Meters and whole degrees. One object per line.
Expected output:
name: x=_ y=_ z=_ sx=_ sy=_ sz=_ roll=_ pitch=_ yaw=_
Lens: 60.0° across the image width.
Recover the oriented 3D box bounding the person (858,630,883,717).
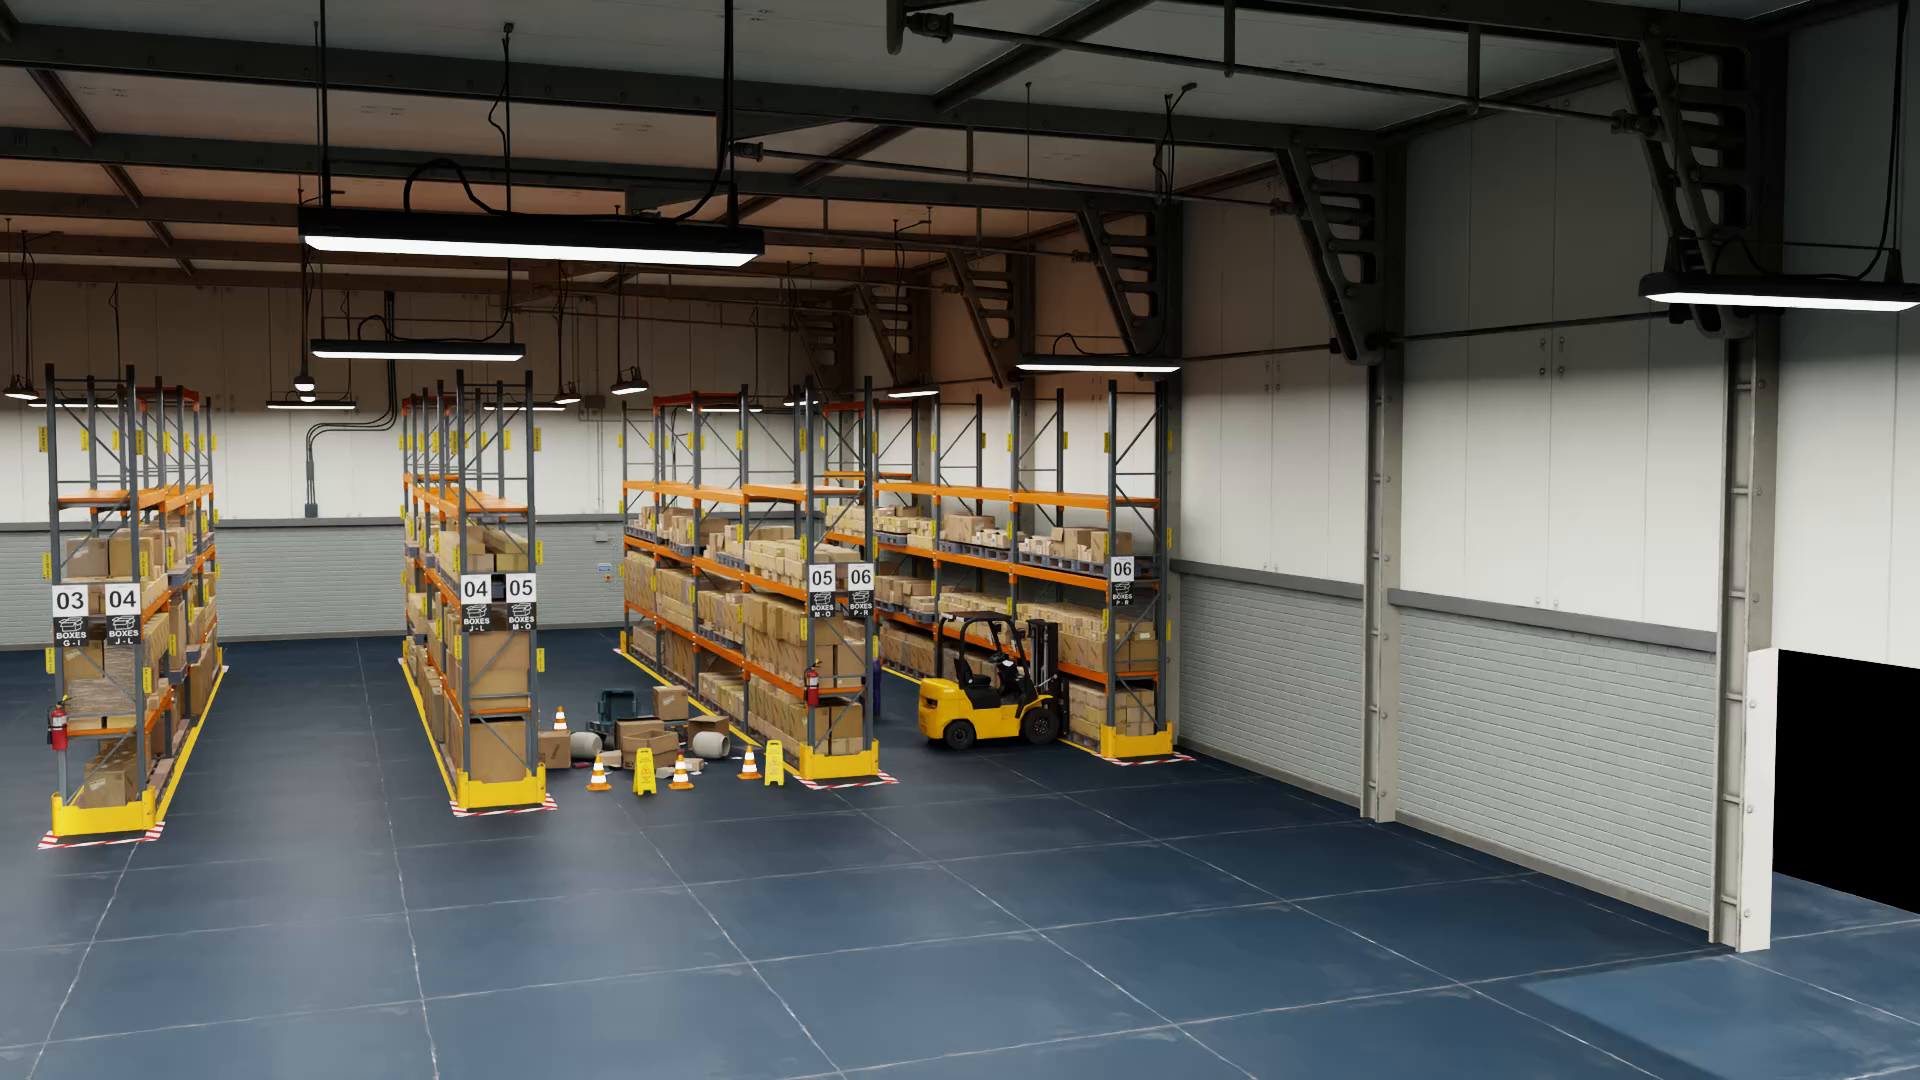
person: x=-1.635 y=2.439 z=30.365 sx=0.514 sy=1.695 sz=0.606 roll=-2 pitch=4 yaw=-26
